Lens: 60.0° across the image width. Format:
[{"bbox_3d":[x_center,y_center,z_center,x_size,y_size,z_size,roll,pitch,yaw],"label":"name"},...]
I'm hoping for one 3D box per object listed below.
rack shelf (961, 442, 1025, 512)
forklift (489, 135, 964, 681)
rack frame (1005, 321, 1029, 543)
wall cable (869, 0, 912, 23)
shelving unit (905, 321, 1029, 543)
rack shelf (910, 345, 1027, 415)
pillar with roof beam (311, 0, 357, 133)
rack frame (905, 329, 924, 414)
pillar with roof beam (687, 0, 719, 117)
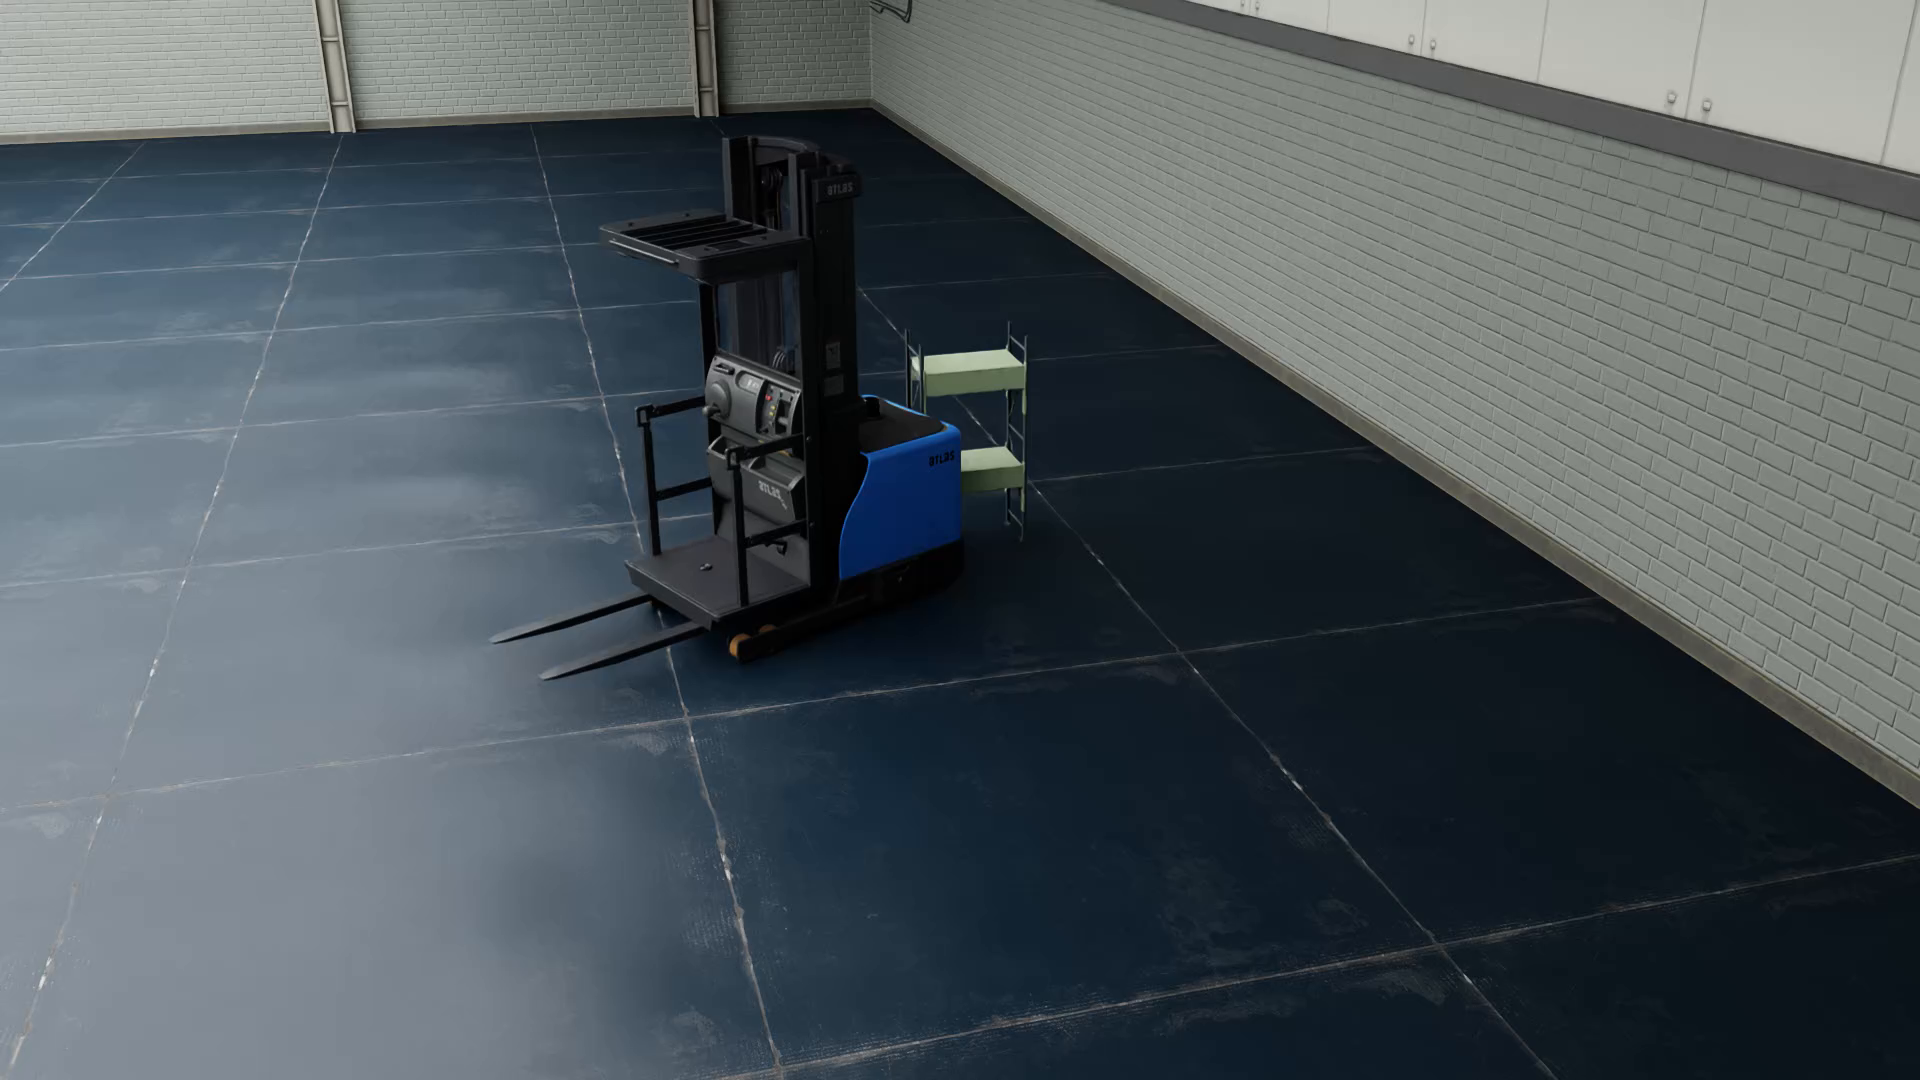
[{"bbox_3d":[0.046,-0.406,11.622,0.720,0.370,0.431,-7,24,-15],"label":"rack shelf"},{"bbox_3d":[-1.420,-0.846,10.004,3.031,2.935,1.130,-19,30,-37],"label":"forklift"},{"bbox_3d":[0.397,-0.747,11.588,0.023,1.500,0.400,-7,24,-15],"label":"rack frame"},{"bbox_3d":[-1.223,-9.926,27.409,0.112,2.526,3.097,-6,24,-14],"label":"wall cable"},{"bbox_3d":[0.046,-0.706,11.493,0.755,1.500,0.431,-7,24,-15],"label":"shelving unit"},{"bbox_3d":[0.046,-1.065,11.339,0.720,0.370,0.431,-7,24,-15],"label":"rack shelf"},{"bbox_3d":[-9.031,-9.268,21.937,0.400,9.000,9.100,-6,24,-14],"label":"pillar with roof beam"},{"bbox_3d":[-0.305,-0.665,11.398,0.023,1.500,0.400,-7,24,-15],"label":"rack frame"},{"bbox_3d":[-3.254,-9.907,23.426,0.400,9.000,9.100,-6,24,-14],"label":"pillar with roof beam"}]
